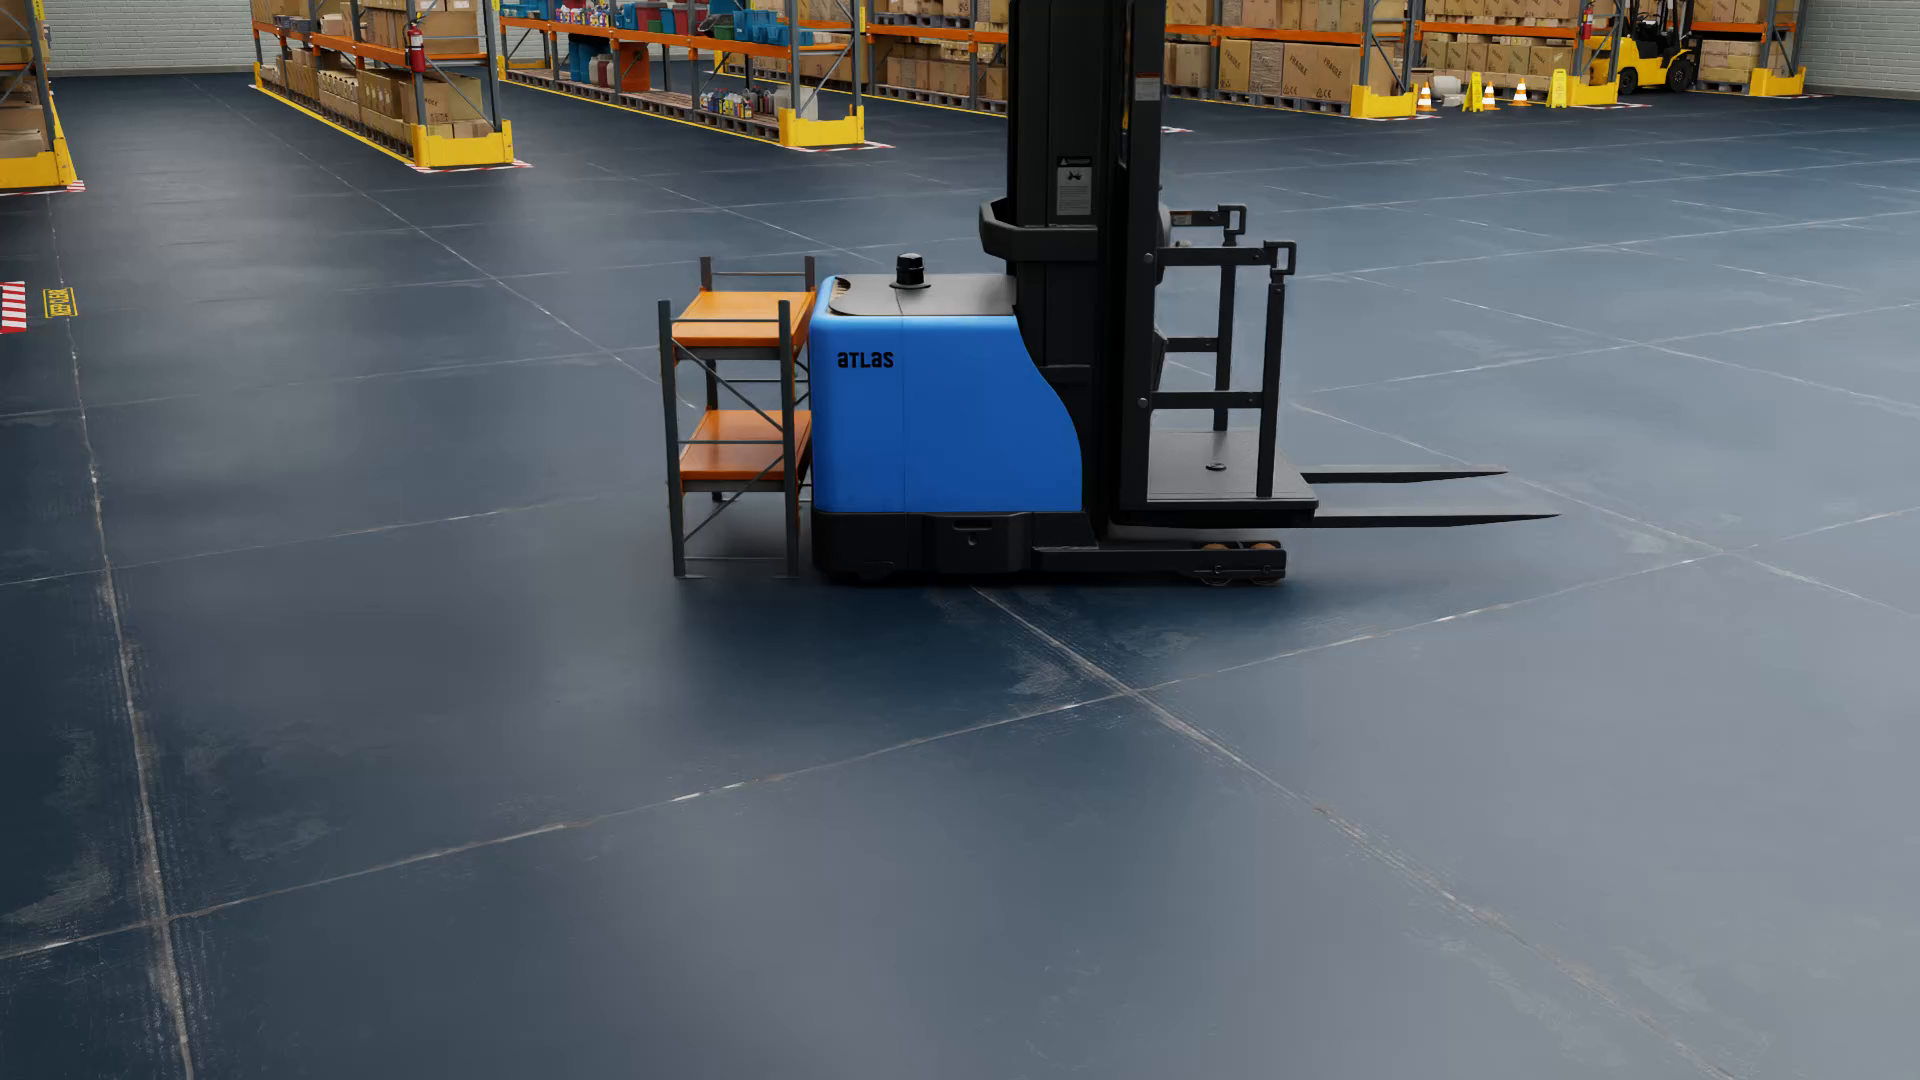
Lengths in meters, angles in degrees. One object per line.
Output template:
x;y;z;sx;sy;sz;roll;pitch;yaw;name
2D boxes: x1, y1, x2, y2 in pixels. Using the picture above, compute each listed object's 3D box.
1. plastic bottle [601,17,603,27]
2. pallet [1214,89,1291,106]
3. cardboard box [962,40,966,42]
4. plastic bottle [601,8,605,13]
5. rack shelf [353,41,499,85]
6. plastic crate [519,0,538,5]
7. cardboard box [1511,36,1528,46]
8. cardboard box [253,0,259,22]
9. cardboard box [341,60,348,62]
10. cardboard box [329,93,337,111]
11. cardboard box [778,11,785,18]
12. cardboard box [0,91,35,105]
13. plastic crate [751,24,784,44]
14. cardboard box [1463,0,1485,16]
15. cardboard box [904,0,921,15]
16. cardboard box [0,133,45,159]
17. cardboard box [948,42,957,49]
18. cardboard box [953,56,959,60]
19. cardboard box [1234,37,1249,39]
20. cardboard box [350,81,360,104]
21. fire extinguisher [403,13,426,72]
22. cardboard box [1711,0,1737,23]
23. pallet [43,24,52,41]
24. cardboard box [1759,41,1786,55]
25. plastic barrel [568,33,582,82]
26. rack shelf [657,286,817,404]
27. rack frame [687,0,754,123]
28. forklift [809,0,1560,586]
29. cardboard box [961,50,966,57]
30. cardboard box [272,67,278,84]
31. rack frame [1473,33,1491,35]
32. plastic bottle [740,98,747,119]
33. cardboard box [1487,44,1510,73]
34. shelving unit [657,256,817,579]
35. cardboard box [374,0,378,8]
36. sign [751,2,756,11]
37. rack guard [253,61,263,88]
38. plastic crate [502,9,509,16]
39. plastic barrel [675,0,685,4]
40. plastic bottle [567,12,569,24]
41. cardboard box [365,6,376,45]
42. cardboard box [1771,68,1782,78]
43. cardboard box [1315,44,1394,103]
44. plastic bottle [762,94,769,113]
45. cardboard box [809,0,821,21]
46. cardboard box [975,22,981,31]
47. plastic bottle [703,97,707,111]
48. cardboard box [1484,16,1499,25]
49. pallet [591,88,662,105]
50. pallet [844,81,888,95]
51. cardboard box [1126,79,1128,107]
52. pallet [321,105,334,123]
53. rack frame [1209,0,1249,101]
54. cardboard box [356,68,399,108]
-6.345;-9.245;29.629;0.097;0.201;0.097;0;19;0;plastic bottle
5.335;-7.996;29.981;1.003;0.211;1.213;-10;21;-27;pallet
0.189;-11.789;39.512;0.380;0.149;0.250;-11;22;-29;cardboard box
-6.745;-9.937;31.526;0.097;0.271;0.097;0;19;0;plastic bottle
-7.141;-6.358;22.061;1.077;0.370;4.000;-10;21;-27;rack shelf
-9.104;-11.461;35.601;0.616;0.435;0.499;-10;21;-27;plastic crate
10.291;-9.109;30.359;0.380;0.149;0.250;-10;21;-26;cardboard box
-13.560;-10.449;32.660;0.500;0.500;0.500;-10;22;-27;cardboard box
-11.175;-8.354;29.902;0.500;0.500;0.500;-10;21;-26;cardboard box
-9.508;-6.831;25.900;0.500;0.250;0.500;-11;22;-28;cardboard box
-3.602;-11.020;34.854;0.380;0.149;0.250;-10;21;-26;cardboard box
-12.812;-5.739;22.321;0.700;0.500;0.500;-9;21;-25;cardboard box
-2.634;-7.104;23.349;0.499;0.251;0.408;-10;21;-27;plastic crate
9.800;-10.072;31.113;0.500;0.500;0.500;-10;21;-27;cardboard box
-0.676;-9.565;29.837;0.500;0.250;0.500;-11;22;-28;cardboard box
-10.798;-4.505;19.036;0.500;0.311;0.500;-13;23;-33;cardboard box
-0.064;-11.544;38.802;0.380;0.149;0.250;-10;21;-26;cardboard box
0.058;-11.198;38.713;0.380;0.149;0.250;-10;21;-27;cardboard box
6.777;-11.151;37.461;0.875;0.875;0.875;-10;21;-26;cardboard box
-8.535;-6.508;24.104;0.500;0.311;0.500;-10;21;-27;cardboard box
-6.544;-5.981;19.985;0.296;0.674;0.183;-10;21;-27;fire extinguisher
14.914;-10.260;32.114;0.500;0.500;0.500;-9;21;-25;cardboard box
-13.915;-7.373;24.195;1.213;0.211;1.003;-10;21;-27;pallet
15.555;-9.501;32.105;0.500;0.250;0.500;-10;22;-27;cardboard box
-7.285;-9.383;32.297;0.600;0.901;0.708;-10;21;-27;plastic barrel
-0.893;-0.823;6.894;0.538;0.278;1.000;0;19;1;rack shelf
-3.729;-8.038;25.828;1.000;3.000;0.127;-10;21;-27;rack frame
0.914;-1.375;6.623;3.031;2.935;1.130;0;19;-1;forklift
0.252;-11.261;38.439;0.380;0.149;0.250;-11;22;-29;cardboard box
-12.766;-8.840;31.600;0.500;0.311;0.500;-10;21;-27;cardboard box
11.818;-12.259;38.058;1.000;3.000;0.127;-10;21;-27;rack frame
-3.159;-6.304;24.291;0.061;0.283;0.133;-9;21;-25;plastic bottle
10.156;-8.930;30.835;0.500;0.500;0.500;-11;22;-28;cardboard box
-0.893;-0.546;6.989;0.538;1.125;1.048;0;19;1;shelving unit
-7.647;-7.226;22.325;0.380;0.149;0.250;-11;22;-28;cardboard box
-3.240;-8.251;26.020;0.100;0.325;0.005;-10;21;-27;sign
-13.753;-9.513;33.935;1.175;0.500;0.348;-10;21;-27;rack guard
-9.521;-11.160;35.187;0.250;0.136;0.298;-10;21;-27;plastic crate
-4.544;-8.746;27.670;0.433;0.535;0.433;0;19;0;plastic barrel
-7.393;-9.878;31.465;0.097;0.201;0.097;0;19;0;plastic bottle
-7.874;-7.193;23.225;0.700;0.500;0.500;-11;22;-28;cardboard box
15.556;-9.032;32.279;0.500;0.250;0.500;-10;21;-26;cardboard box
6.562;-7.775;27.678;0.875;0.875;0.875;-10;21;-26;cardboard box
-2.945;-6.610;25.179;0.061;0.283;0.133;-10;21;-27;plastic bottle
-2.694;-10.691;33.361;0.500;0.500;0.500;-11;22;-28;cardboard box
0.467;-8.578;27.778;0.380;0.149;0.250;-10;21;-27;cardboard box
-3.916;-6.735;25.666;0.097;0.201;0.097;0;19;0;plastic bottle
9.962;-9.645;30.869;0.380;0.149;0.250;-10;21;-27;cardboard box
-6.040;-8.088;30.247;1.003;0.211;1.213;-10;21;-27;pallet
-1.578;-8.873;32.523;1.003;0.211;1.213;-10;21;-27;pallet
2.247;-6.856;25.590;0.500;0.500;0.500;-6;20;-17;cardboard box
-9.633;-6.860;26.687;1.003;0.211;1.213;-10;21;-27;pallet
5.043;-9.545;30.193;1.000;3.000;0.127;-10;21;-27;rack frame
-8.146;-6.344;23.339;0.500;0.500;0.500;-10;21;-27;cardboard box
